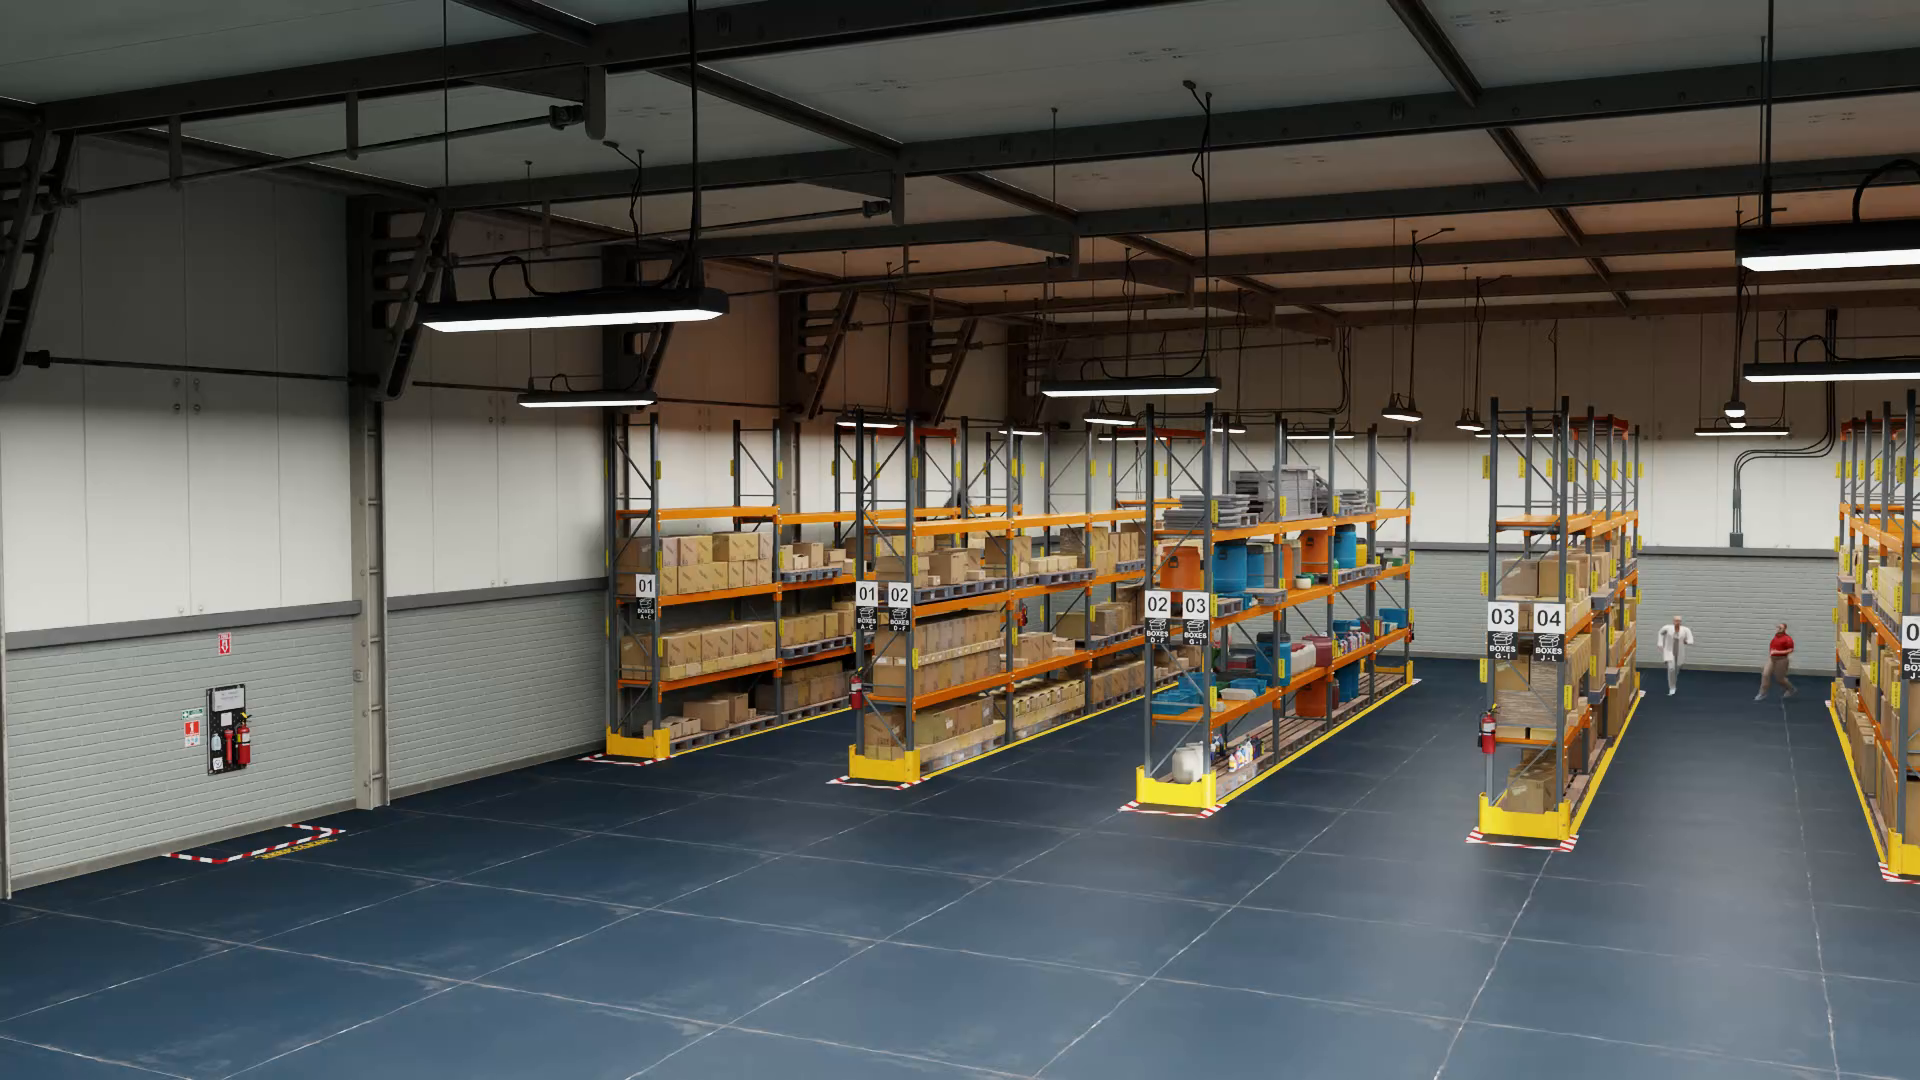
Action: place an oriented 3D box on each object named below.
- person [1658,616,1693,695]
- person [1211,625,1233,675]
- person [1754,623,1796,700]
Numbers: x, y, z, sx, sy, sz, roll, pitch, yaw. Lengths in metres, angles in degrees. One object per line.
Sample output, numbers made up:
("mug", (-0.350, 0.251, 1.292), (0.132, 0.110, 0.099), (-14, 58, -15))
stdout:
("person", (15.960, 2.549, 37.122), (0.682, 1.752, 1.088), (0, 2, 9))
("person", (6.005, 2.512, 38.351), (0.678, 1.729, 0.678), (2, 3, 38))
("person", (17.742, 2.638, 35.959), (0.925, 1.710, 0.685), (-1, 2, -16))
